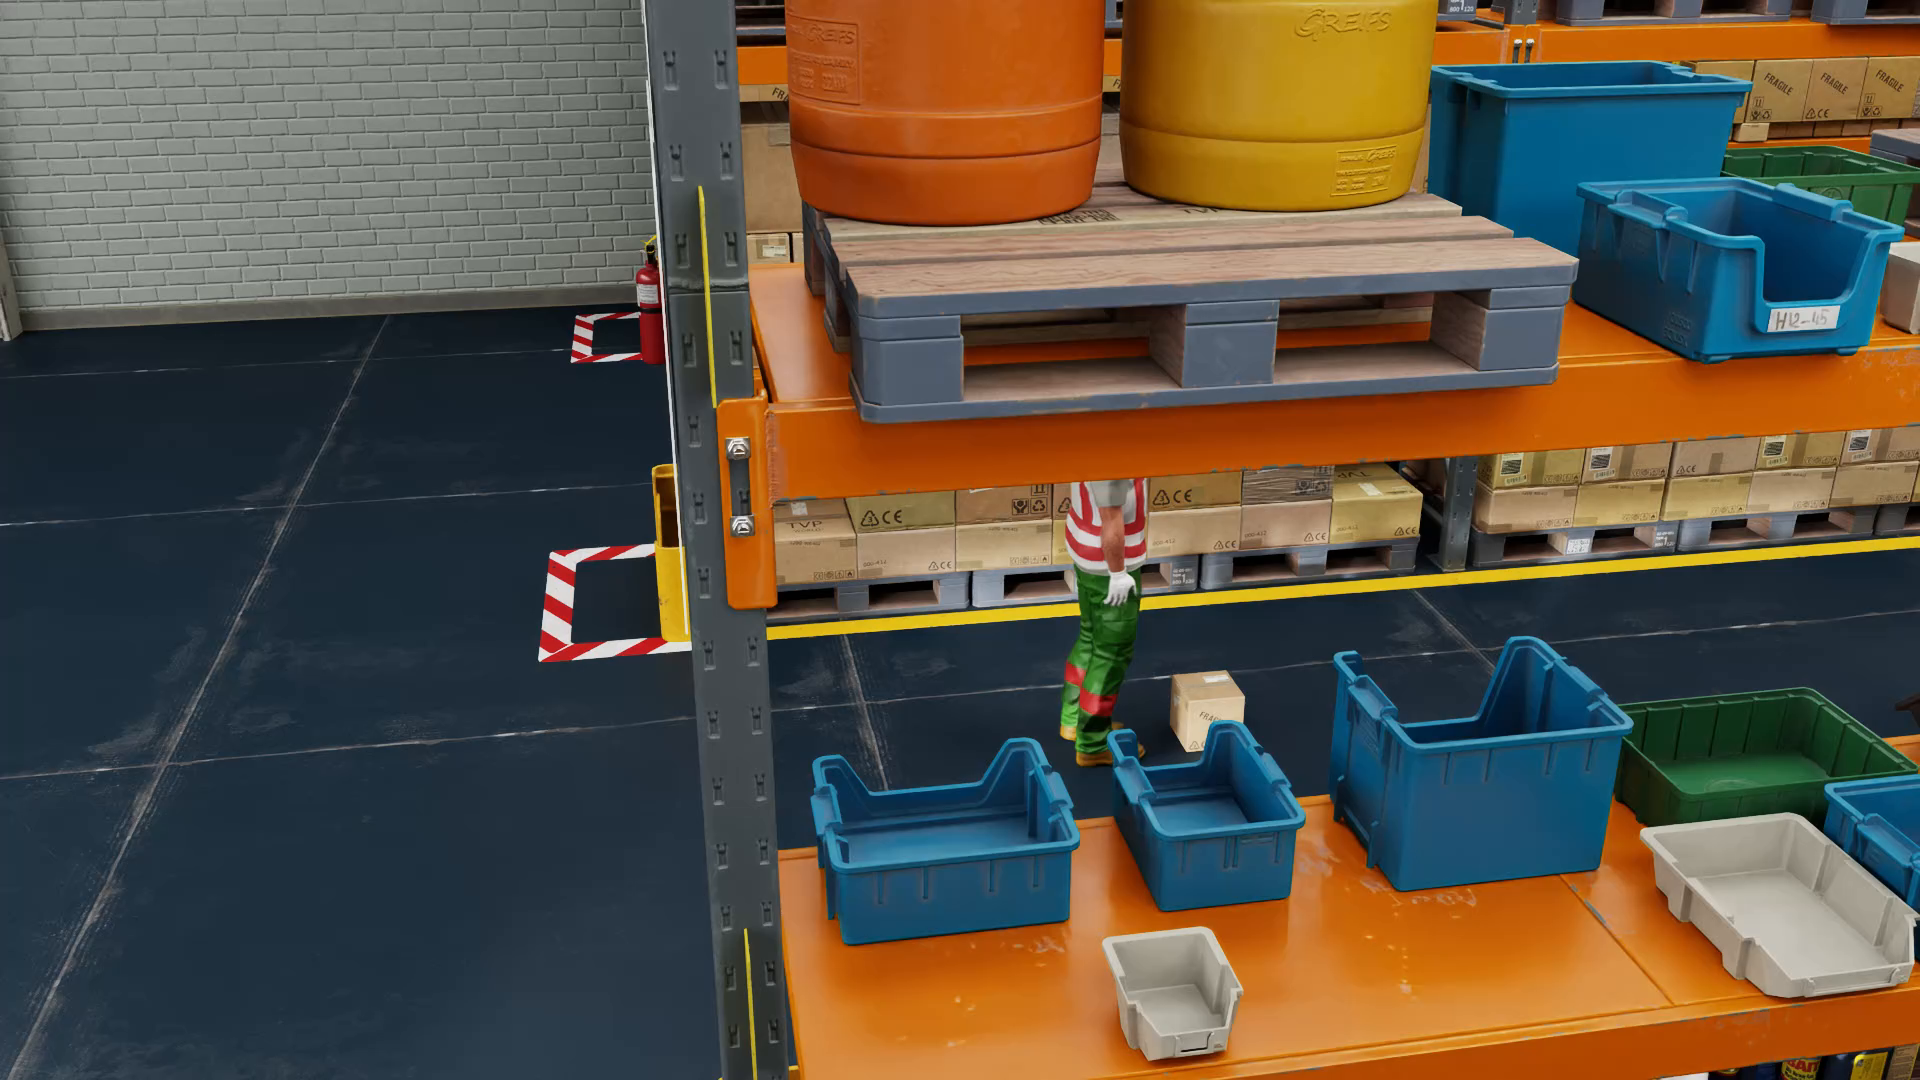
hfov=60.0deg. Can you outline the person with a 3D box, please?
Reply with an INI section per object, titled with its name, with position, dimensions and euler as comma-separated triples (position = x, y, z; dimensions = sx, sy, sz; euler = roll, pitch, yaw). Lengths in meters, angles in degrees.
[person]
position = 0.602, 0.081, 6.902
dimensions = 0.343, 1.801, 0.525
euler = -4, 23, -9
